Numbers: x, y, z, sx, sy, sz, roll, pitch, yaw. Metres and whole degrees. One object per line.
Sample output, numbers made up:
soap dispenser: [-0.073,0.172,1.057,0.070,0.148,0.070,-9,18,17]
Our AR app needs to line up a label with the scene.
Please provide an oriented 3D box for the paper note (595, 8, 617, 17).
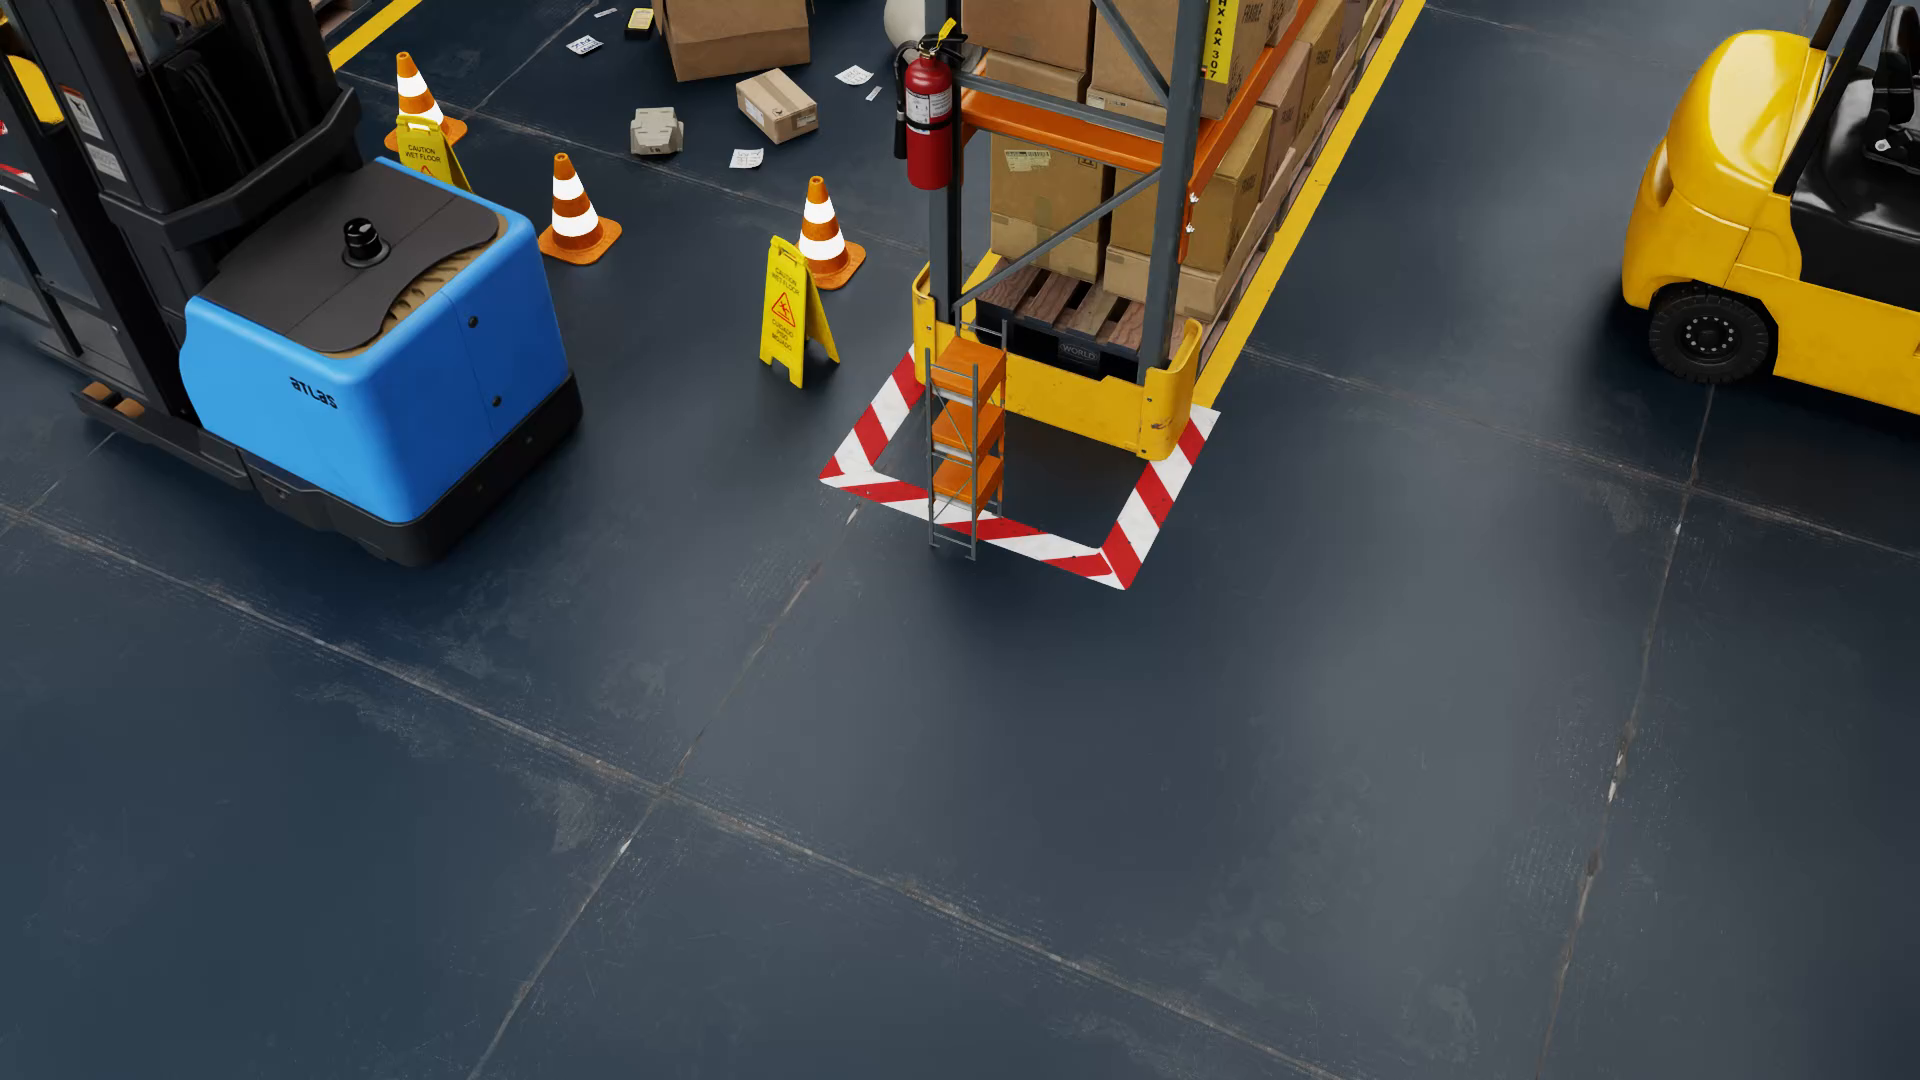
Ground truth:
paper note: [-1.914,-2.849,8.982,0.123,0.001,0.032,-28,55,-22]

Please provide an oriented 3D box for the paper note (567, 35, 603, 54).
paper note: [-1.978,-2.613,8.769,0.142,0.017,0.144,-37,59,-27]

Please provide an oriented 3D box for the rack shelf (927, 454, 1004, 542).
rack shelf: [0.023,-0.190,6.416,0.215,0.259,0.240,20,52,16]

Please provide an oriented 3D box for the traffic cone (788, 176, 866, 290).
traffic cone: [-0.629,-1.429,7.478,0.336,0.463,0.334,20,52,16]

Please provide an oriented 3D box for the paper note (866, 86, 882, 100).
paper note: [-0.439,-2.284,8.502,0.032,0.001,0.123,20,52,16]

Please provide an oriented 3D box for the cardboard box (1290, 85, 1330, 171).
cardboard box: [1.394,-1.975,7.806,0.500,0.250,0.500,23,53,18]

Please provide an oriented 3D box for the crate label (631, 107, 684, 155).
crate label: [-1.498,-2.012,8.188,0.250,0.136,0.298,-4,50,-3]

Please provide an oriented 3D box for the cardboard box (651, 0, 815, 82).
cardboard box: [-1.185,-2.760,8.583,0.797,0.503,0.637,-11,51,-9]

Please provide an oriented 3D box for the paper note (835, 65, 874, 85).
paper note: [-0.544,-2.404,8.599,0.142,0.019,0.148,-37,59,-27]

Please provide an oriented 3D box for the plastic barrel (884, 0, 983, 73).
plastic barrel: [-0.133,-2.616,8.513,0.421,0.421,0.512,-19,52,-16]

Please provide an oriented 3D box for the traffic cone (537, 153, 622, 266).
traffic cone: [-1.778,-1.556,7.586,0.336,0.463,0.334,20,52,16]

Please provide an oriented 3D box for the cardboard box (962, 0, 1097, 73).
cardboard box: [0.336,-2.128,6.145,0.500,0.500,0.500,19,52,15]

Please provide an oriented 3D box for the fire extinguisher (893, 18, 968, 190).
fire extinguisher: [-0.112,-1.582,5.992,0.296,0.674,0.183,20,52,16]

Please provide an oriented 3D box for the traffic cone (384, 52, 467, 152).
traffic cone: [-2.655,-2.158,8.098,0.336,0.463,0.334,20,52,16]

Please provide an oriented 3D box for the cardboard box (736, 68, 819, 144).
cardboard box: [-0.914,-2.171,8.315,0.250,0.149,0.380,-28,55,-22]

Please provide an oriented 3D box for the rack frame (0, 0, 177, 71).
rack frame: [-4.165,-3.077,7.214,1.000,3.000,0.127,20,52,16]

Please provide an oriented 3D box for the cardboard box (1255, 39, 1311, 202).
cardboard box: [1.177,-1.867,7.222,0.500,0.500,0.500,18,52,15]

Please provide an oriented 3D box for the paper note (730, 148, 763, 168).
paper note: [-1.043,-1.872,8.138,0.148,0.019,0.142,4,50,3]

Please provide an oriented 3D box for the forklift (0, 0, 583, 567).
forklift: [-3.102,-1.697,6.085,3.031,2.935,1.130,24,54,19]

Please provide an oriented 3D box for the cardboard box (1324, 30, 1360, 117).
cardboard box: [1.613,-2.322,8.101,0.500,0.250,0.500,21,53,17]

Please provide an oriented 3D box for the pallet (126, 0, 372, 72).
pallet: [-3.895,-2.749,8.766,1.003,0.211,1.213,20,52,16]

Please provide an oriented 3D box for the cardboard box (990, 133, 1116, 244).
cardboard box: [0.460,-1.660,7.046,0.500,0.500,0.500,20,53,16]

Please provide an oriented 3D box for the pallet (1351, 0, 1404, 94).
pallet: [1.807,-2.912,8.905,1.003,0.211,1.213,20,52,16]

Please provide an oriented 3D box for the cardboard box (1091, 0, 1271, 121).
cardboard box: [0.806,-1.900,5.952,0.500,0.500,0.500,19,52,16]

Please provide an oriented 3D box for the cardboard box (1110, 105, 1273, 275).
cardboard box: [0.957,-1.506,6.914,0.500,0.500,0.500,18,52,15]

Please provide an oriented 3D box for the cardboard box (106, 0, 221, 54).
cardboard box: [-3.936,-3.013,8.278,0.875,0.875,0.875,20,53,16]

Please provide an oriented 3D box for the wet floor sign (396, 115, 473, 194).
wet floor sign: [-2.388,-1.650,7.545,0.267,0.644,0.232,12,51,10]

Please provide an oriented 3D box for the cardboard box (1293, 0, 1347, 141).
cardboard box: [1.399,-2.210,7.513,0.500,0.500,0.500,21,53,17]

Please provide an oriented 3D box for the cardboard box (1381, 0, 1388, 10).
cardboard box: [2.053,-3.041,8.712,0.500,0.250,0.500,22,53,18]

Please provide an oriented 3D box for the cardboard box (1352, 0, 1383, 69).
cardboard box: [1.834,-2.671,8.398,0.500,0.250,0.500,19,52,15]

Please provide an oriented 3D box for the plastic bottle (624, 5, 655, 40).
plastic bottle: [-1.699,-2.782,8.892,0.133,0.061,0.283,4,50,3]

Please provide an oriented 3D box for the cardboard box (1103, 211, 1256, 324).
cardboard box: [0.948,-1.246,7.186,0.500,0.250,0.500,19,52,16]

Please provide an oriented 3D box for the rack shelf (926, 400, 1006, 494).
rack shelf: [0.023,-0.370,6.205,0.215,0.259,0.240,20,52,16]

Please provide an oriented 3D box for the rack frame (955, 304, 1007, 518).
rack frame: [0.075,-0.461,6.268,0.200,1.050,0.008,20,52,16]

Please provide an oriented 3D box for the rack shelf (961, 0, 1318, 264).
rack shelf: [1.208,-2.680,7.348,1.077,0.370,4.000,20,52,16]

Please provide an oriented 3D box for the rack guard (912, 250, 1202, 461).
rack guard: [0.386,-0.778,6.899,1.175,0.500,0.348,20,52,16]

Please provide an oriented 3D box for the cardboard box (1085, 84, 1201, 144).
cardboard box: [0.686,-1.621,6.140,0.380,0.149,0.250,20,52,16]

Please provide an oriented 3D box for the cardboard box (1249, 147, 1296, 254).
cardboard box: [1.173,-1.595,7.483,0.500,0.250,0.500,22,53,17]

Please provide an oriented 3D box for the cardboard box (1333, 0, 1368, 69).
cardboard box: [1.619,-2.581,7.829,0.500,0.500,0.500,22,53,18]

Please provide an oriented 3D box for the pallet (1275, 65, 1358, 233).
pallet: [1.287,-2.069,8.187,1.003,0.211,1.213,20,52,16]

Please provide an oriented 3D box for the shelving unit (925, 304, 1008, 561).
shelving unit: [0.023,-0.377,6.196,0.215,1.050,0.252,20,52,16]

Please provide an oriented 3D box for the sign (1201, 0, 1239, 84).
sign: [0.844,-1.640,5.422,0.100,0.325,0.005,20,52,16]

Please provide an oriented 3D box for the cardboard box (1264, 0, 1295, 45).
cardboard box: [1.025,-2.258,6.256,0.500,0.500,0.500,21,53,17]

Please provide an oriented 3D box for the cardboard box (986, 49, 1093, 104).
cardboard box: [0.320,-1.781,6.276,0.380,0.149,0.250,21,53,17]

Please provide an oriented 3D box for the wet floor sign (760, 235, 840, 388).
wet floor sign: [-0.695,-0.990,6.984,0.232,0.644,0.267,-37,59,-27]

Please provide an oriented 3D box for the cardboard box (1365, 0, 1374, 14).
cardboard box: [1.836,-2.933,8.128,0.500,0.500,0.500,21,53,17]

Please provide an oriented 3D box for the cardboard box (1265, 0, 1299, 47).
cardboard box: [1.117,-2.115,6.561,0.380,0.149,0.250,21,53,17]

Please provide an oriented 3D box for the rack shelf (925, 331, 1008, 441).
rack shelf: [0.023,-0.554,5.988,0.215,0.259,0.240,20,52,16]

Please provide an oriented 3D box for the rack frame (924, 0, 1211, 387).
rack frame: [0.353,-1.536,5.902,1.000,3.000,0.127,20,52,16]

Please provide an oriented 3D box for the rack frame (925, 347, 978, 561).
rack frame: [-0.029,-0.293,6.125,0.200,1.050,0.008,20,52,16]

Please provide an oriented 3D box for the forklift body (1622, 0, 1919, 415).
forklift body: [4.003,-1.548,6.470,2.313,2.155,1.214,20,52,16]

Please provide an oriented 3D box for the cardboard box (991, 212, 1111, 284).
cardboard box: [0.466,-1.441,7.352,0.500,0.250,0.500,20,52,16]

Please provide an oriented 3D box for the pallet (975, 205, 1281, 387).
pallet: [0.765,-1.232,7.475,1.003,0.211,1.213,20,52,16]

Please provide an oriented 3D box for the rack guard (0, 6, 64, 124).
rack guard: [-4.176,-2.250,8.151,1.175,0.500,0.348,20,52,16]
